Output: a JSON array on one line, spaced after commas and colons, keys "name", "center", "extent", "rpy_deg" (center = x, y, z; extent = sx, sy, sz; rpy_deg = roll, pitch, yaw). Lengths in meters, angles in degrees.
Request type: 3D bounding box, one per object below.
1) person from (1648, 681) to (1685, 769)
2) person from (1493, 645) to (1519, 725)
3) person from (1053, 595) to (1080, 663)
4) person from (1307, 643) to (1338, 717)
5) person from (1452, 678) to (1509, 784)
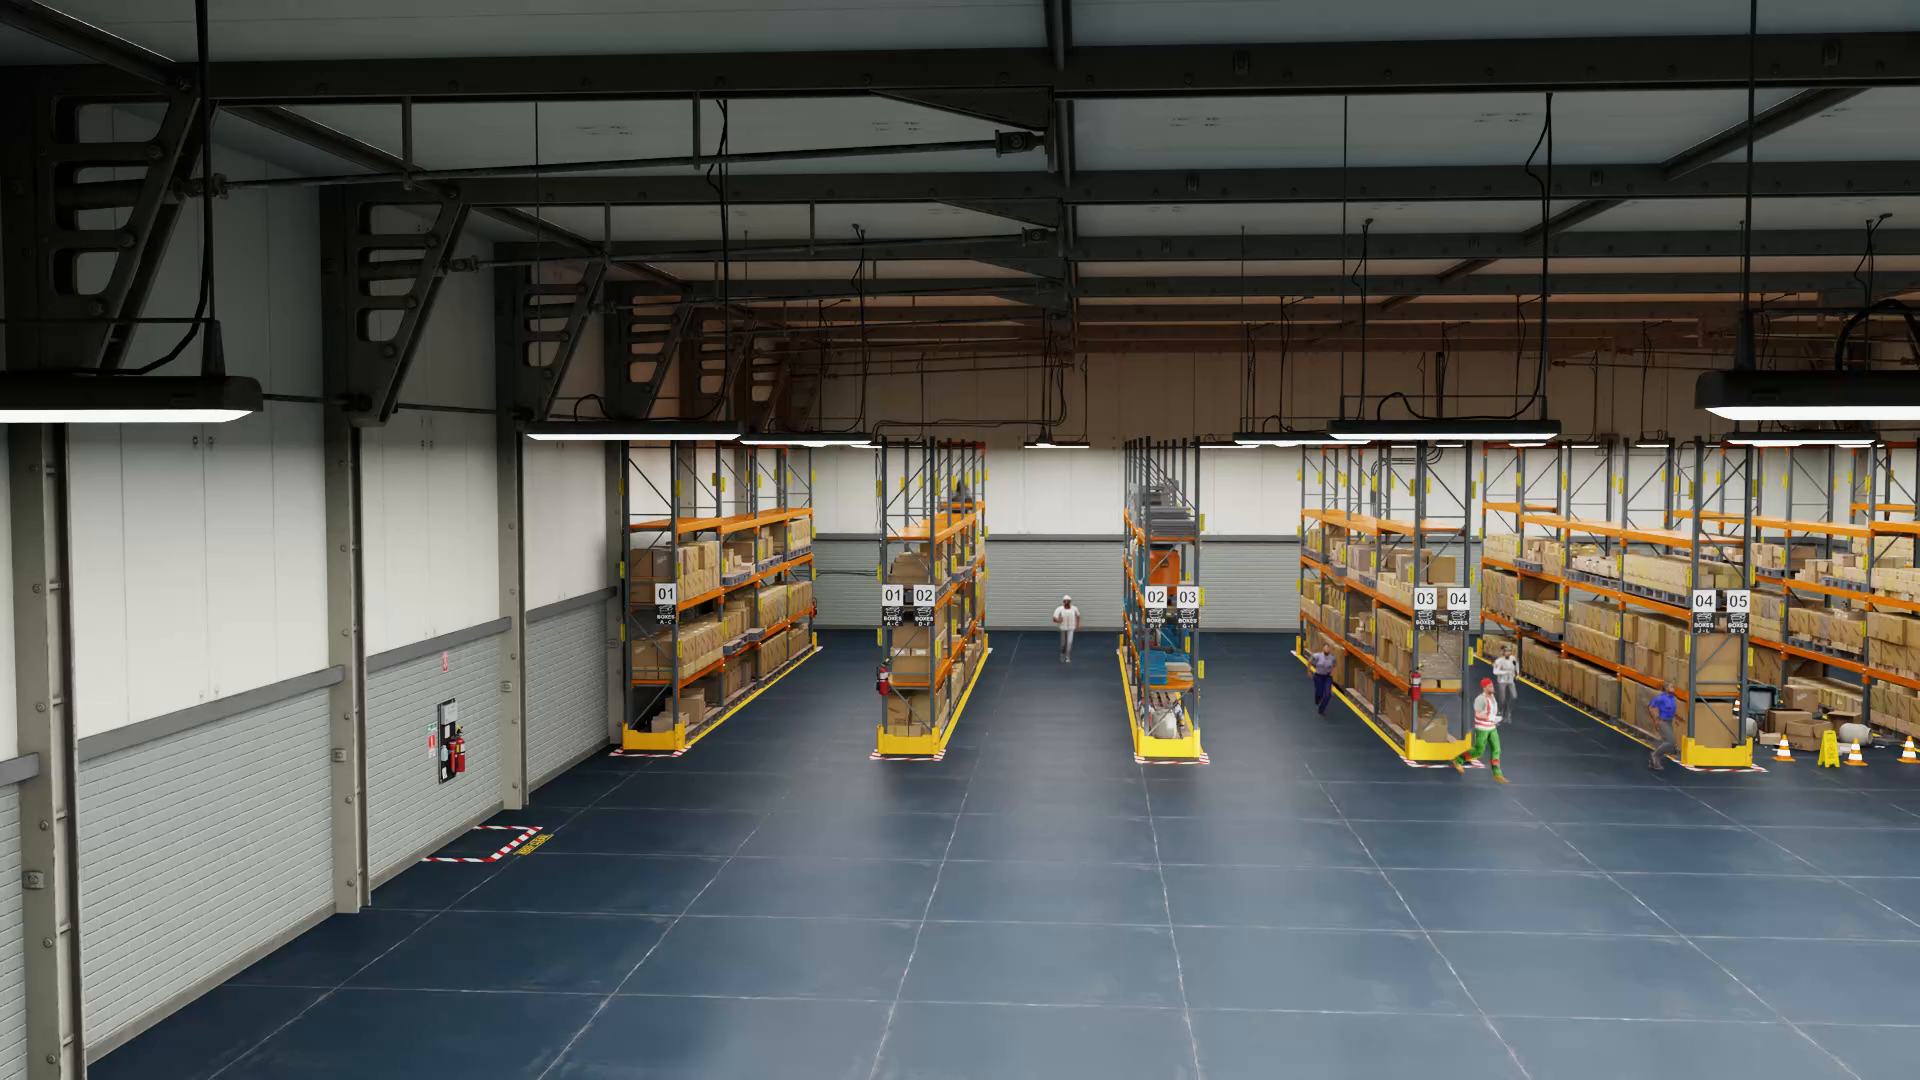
[{"name": "person", "center": [12.695, 3.330, 29.863], "extent": [0.542, 1.608, 0.604], "rpy_deg": [-2, 4, -35]}, {"name": "person", "center": [11.466, 3.013, 34.886], "extent": [0.641, 1.683, 0.792], "rpy_deg": [0, 3, -3]}, {"name": "person", "center": [2.752, 2.306, 42.819], "extent": [0.715, 1.765, 0.766], "rpy_deg": [0, 3, -3]}, {"name": "person", "center": [7.851, 3.023, 35.962], "extent": [0.644, 1.605, 0.646], "rpy_deg": [0, 3, -2]}, {"name": "person", "center": [9.084, 3.283, 28.874], "extent": [0.669, 1.790, 0.987], "rpy_deg": [-3, 4, -43]}]
